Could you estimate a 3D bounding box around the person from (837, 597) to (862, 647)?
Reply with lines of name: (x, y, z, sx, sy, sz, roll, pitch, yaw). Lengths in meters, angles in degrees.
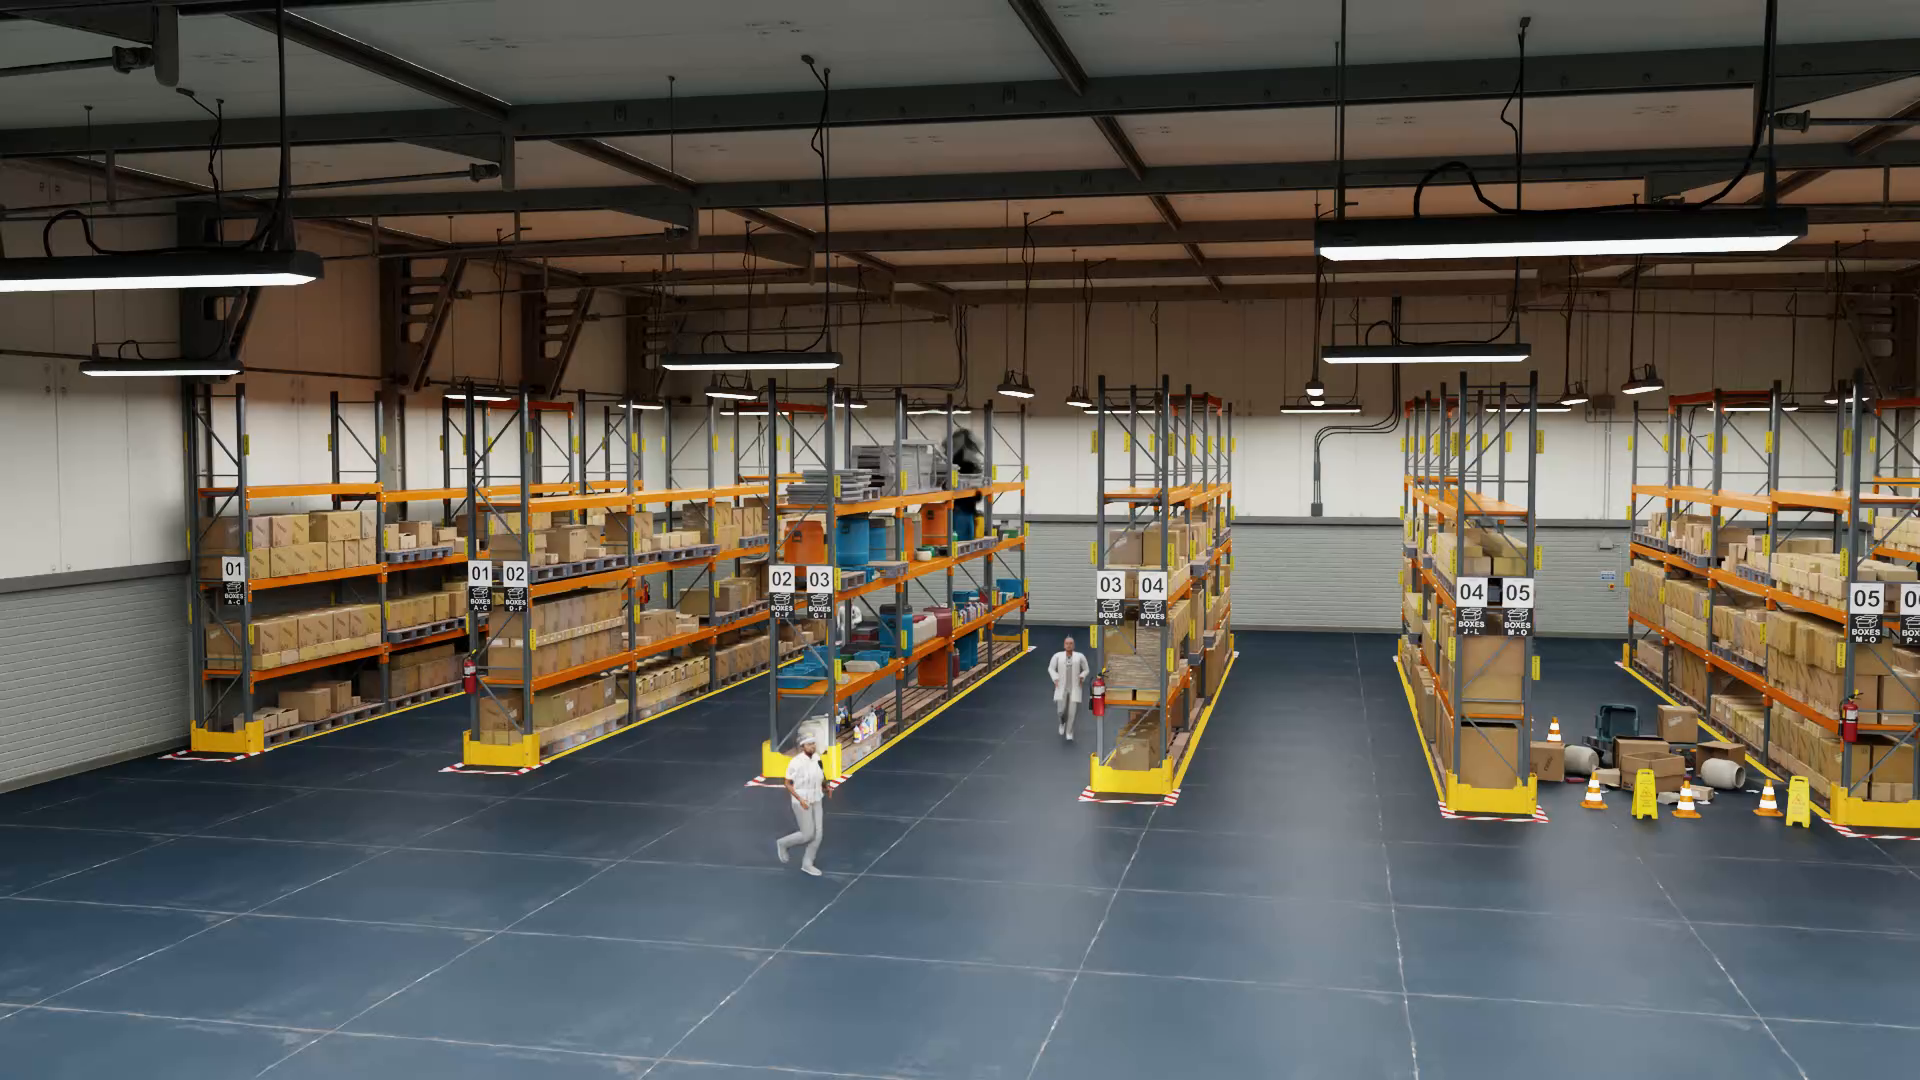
person: (-2.466, 2.051, 36.949, 0.573, 1.738, 0.812, 0, 3, 0)

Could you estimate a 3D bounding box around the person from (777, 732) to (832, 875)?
person: (-1.811, 3.065, 19.513, 0.609, 1.678, 0.576, 3, 4, 42)

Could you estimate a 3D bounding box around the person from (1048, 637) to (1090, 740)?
person: (1.846, 2.520, 28.223, 0.708, 1.726, 0.660, 0, 3, 5)
